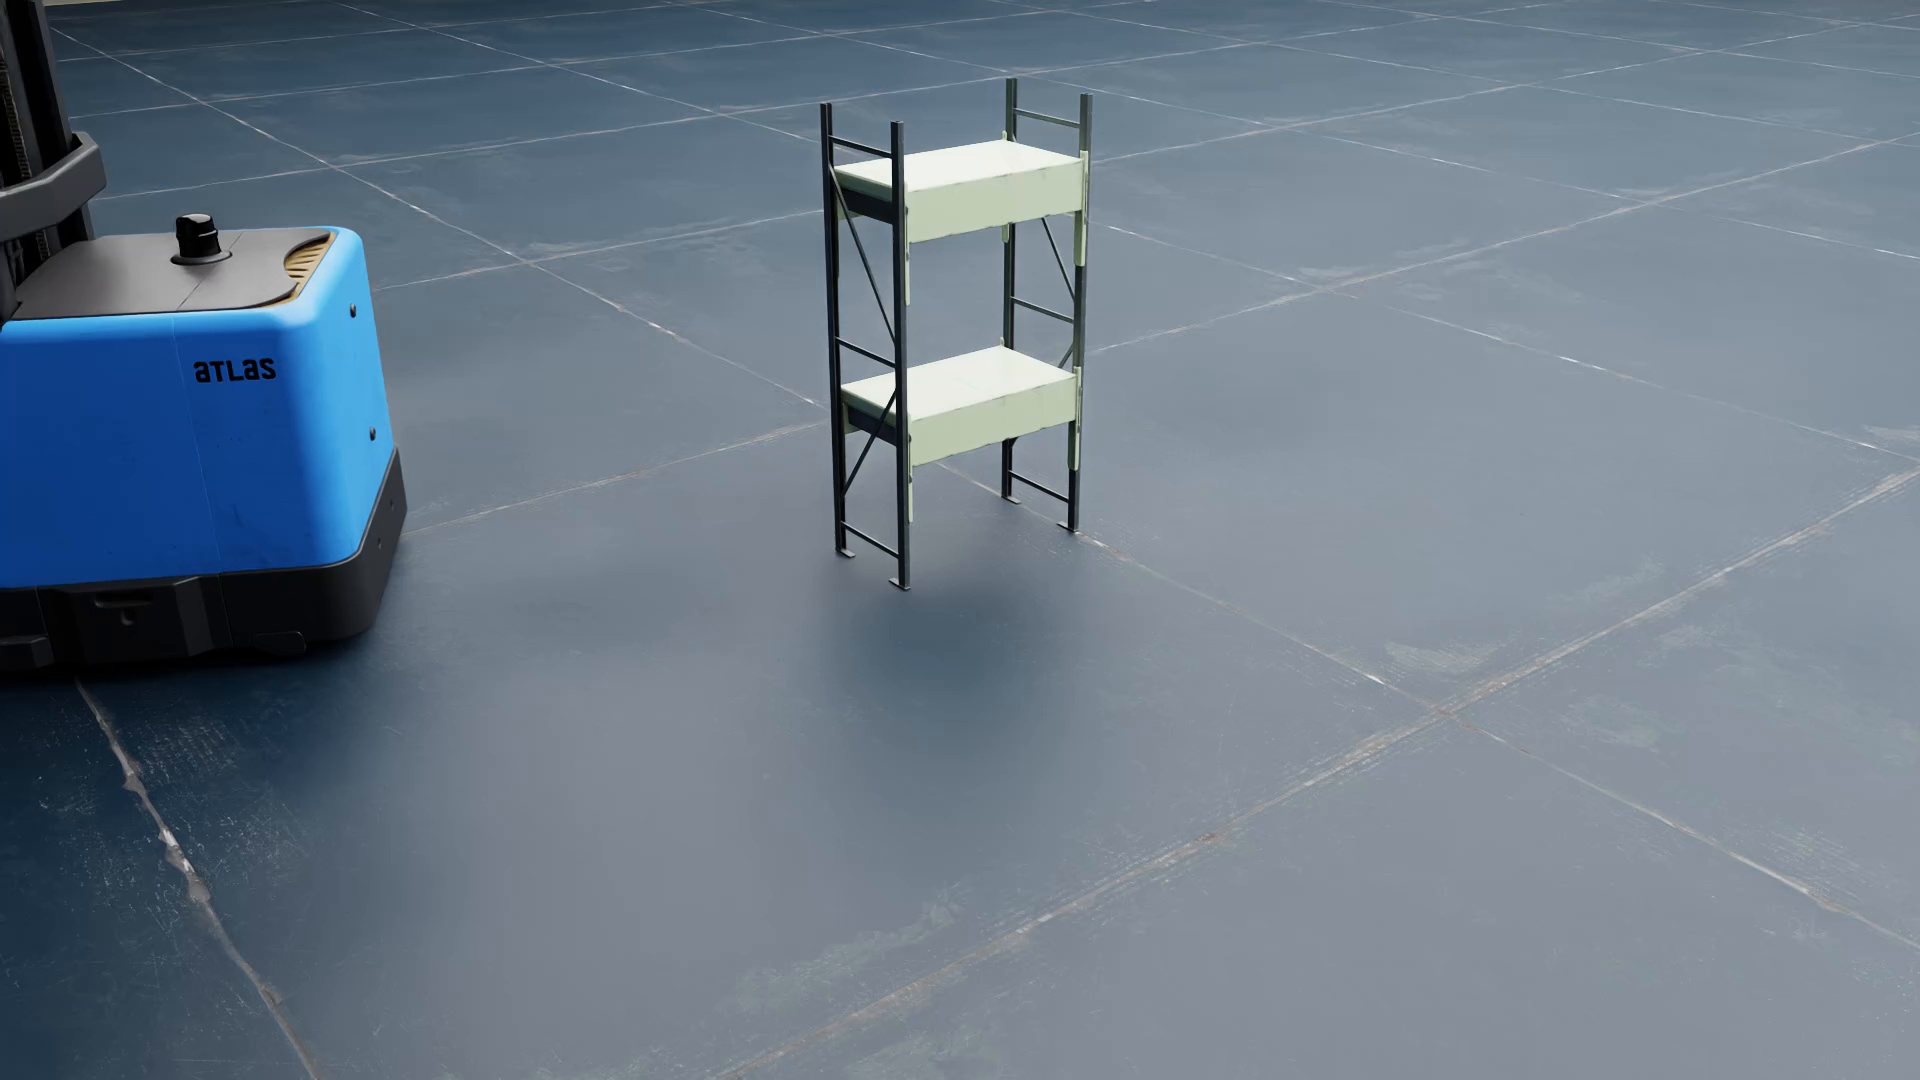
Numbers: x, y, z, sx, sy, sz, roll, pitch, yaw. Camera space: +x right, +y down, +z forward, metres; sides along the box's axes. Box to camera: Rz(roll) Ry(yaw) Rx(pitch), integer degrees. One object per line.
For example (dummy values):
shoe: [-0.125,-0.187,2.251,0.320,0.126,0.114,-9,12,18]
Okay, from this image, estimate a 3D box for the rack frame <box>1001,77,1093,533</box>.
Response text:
rack frame: [0.283,-0.774,5.635,0.023,1.500,0.400,-18,31,-34]

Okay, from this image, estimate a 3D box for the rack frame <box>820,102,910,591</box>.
rack frame: [-0.293,-0.583,5.226,0.023,1.500,0.400,-18,31,-34]

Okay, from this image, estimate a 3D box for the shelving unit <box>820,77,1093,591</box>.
shelving unit: [-0.005,-0.679,5.431,0.755,1.500,0.431,-18,31,-34]

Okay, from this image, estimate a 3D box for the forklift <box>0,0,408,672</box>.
forklift: [-3.345,-1.080,4.596,3.031,2.935,1.130,-4,25,-9]

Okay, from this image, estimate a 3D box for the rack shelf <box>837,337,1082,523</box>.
rack shelf: [-0.005,-0.383,5.568,0.720,0.370,0.431,-18,31,-34]

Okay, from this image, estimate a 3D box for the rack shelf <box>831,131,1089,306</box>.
rack shelf: [-0.005,-1.033,5.266,0.720,0.370,0.431,-18,31,-34]
